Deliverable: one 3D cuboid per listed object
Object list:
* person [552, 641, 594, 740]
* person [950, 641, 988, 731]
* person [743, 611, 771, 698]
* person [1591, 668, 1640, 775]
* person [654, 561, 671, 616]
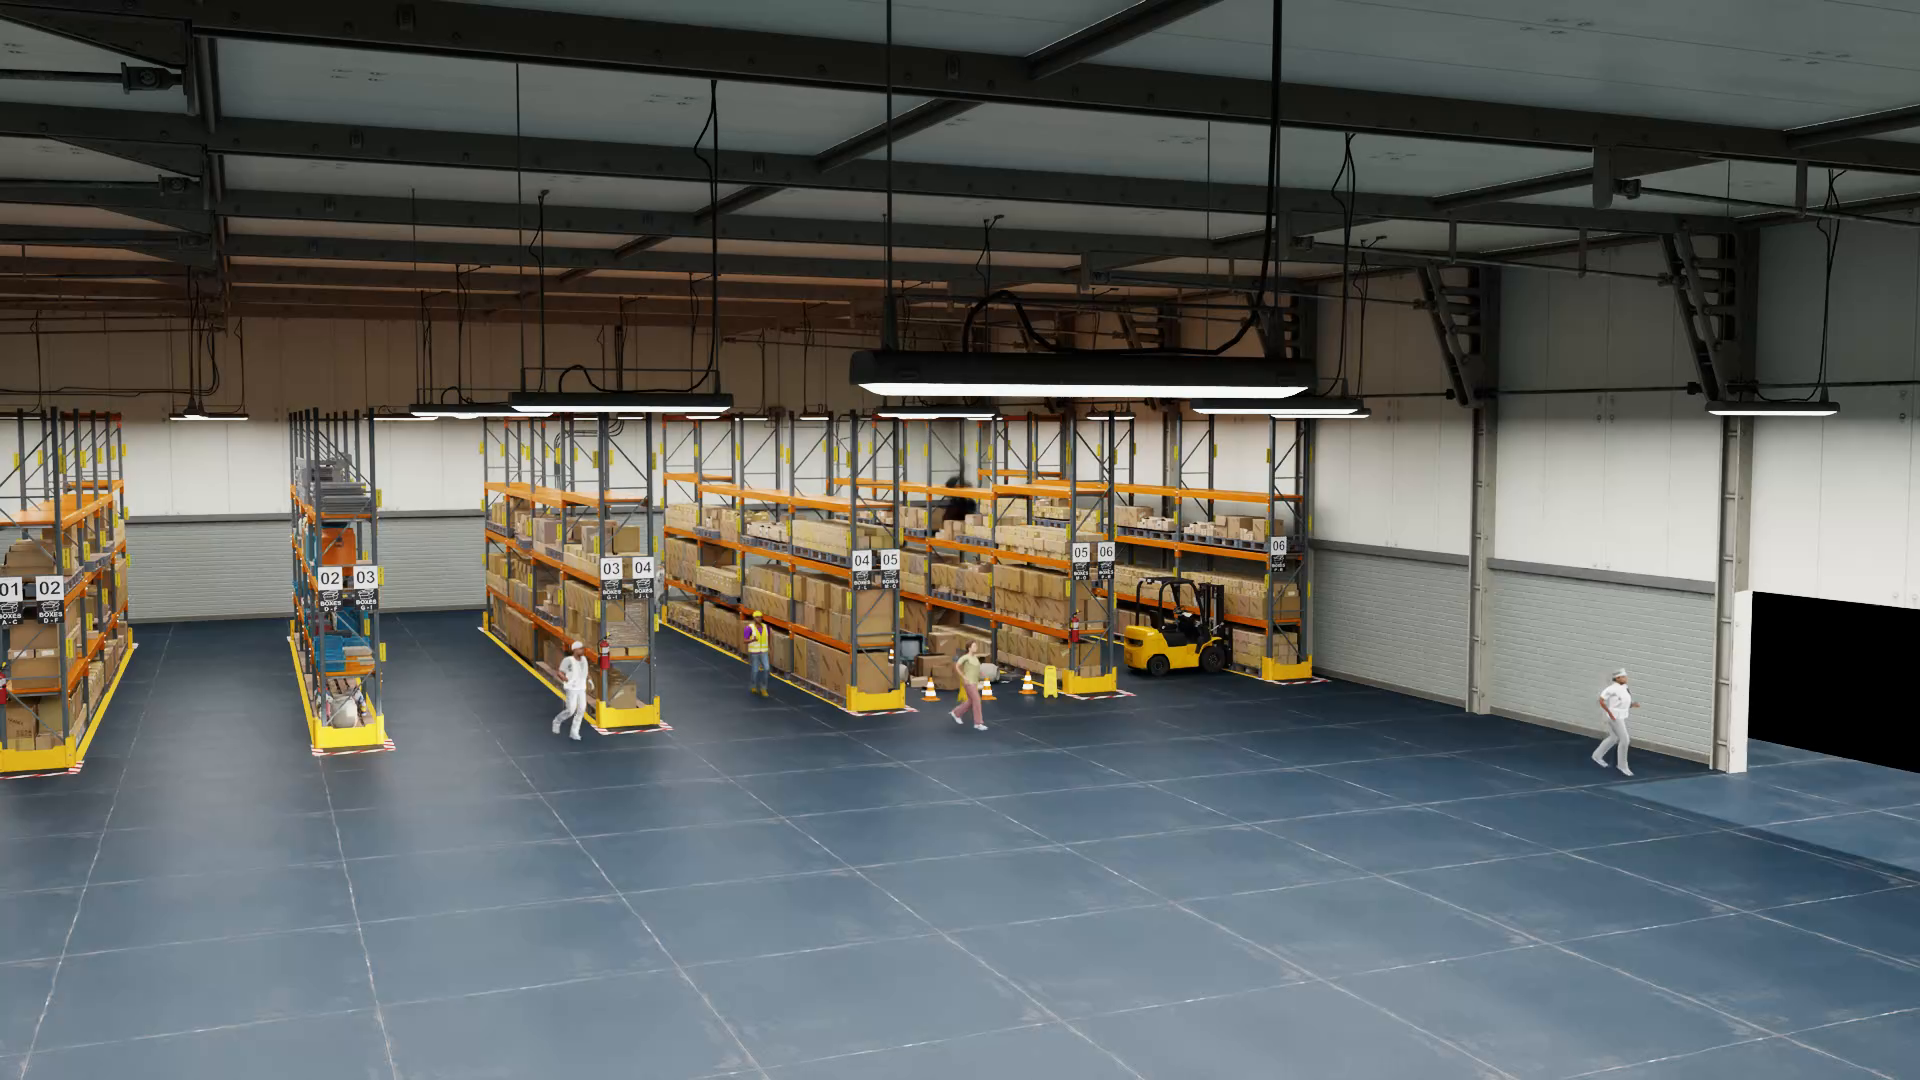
[{"bbox_3d":[-7.024,2.728,30.394,0.730,1.752,0.734,3,5,34],"label":"person"},{"bbox_3d":[0.165,2.710,31.202,0.826,1.673,0.587,2,4,26],"label":"person"},{"bbox_3d":[-4.230,2.395,34.939,0.674,1.825,0.717,-2,4,-23],"label":"person"},{"bbox_3d":[10.781,2.959,27.370,0.756,1.752,0.570,4,5,43],"label":"person"},{"bbox_3d":[-8.737,1.469,49.041,0.705,1.748,0.654,-2,5,-29],"label":"person"}]
